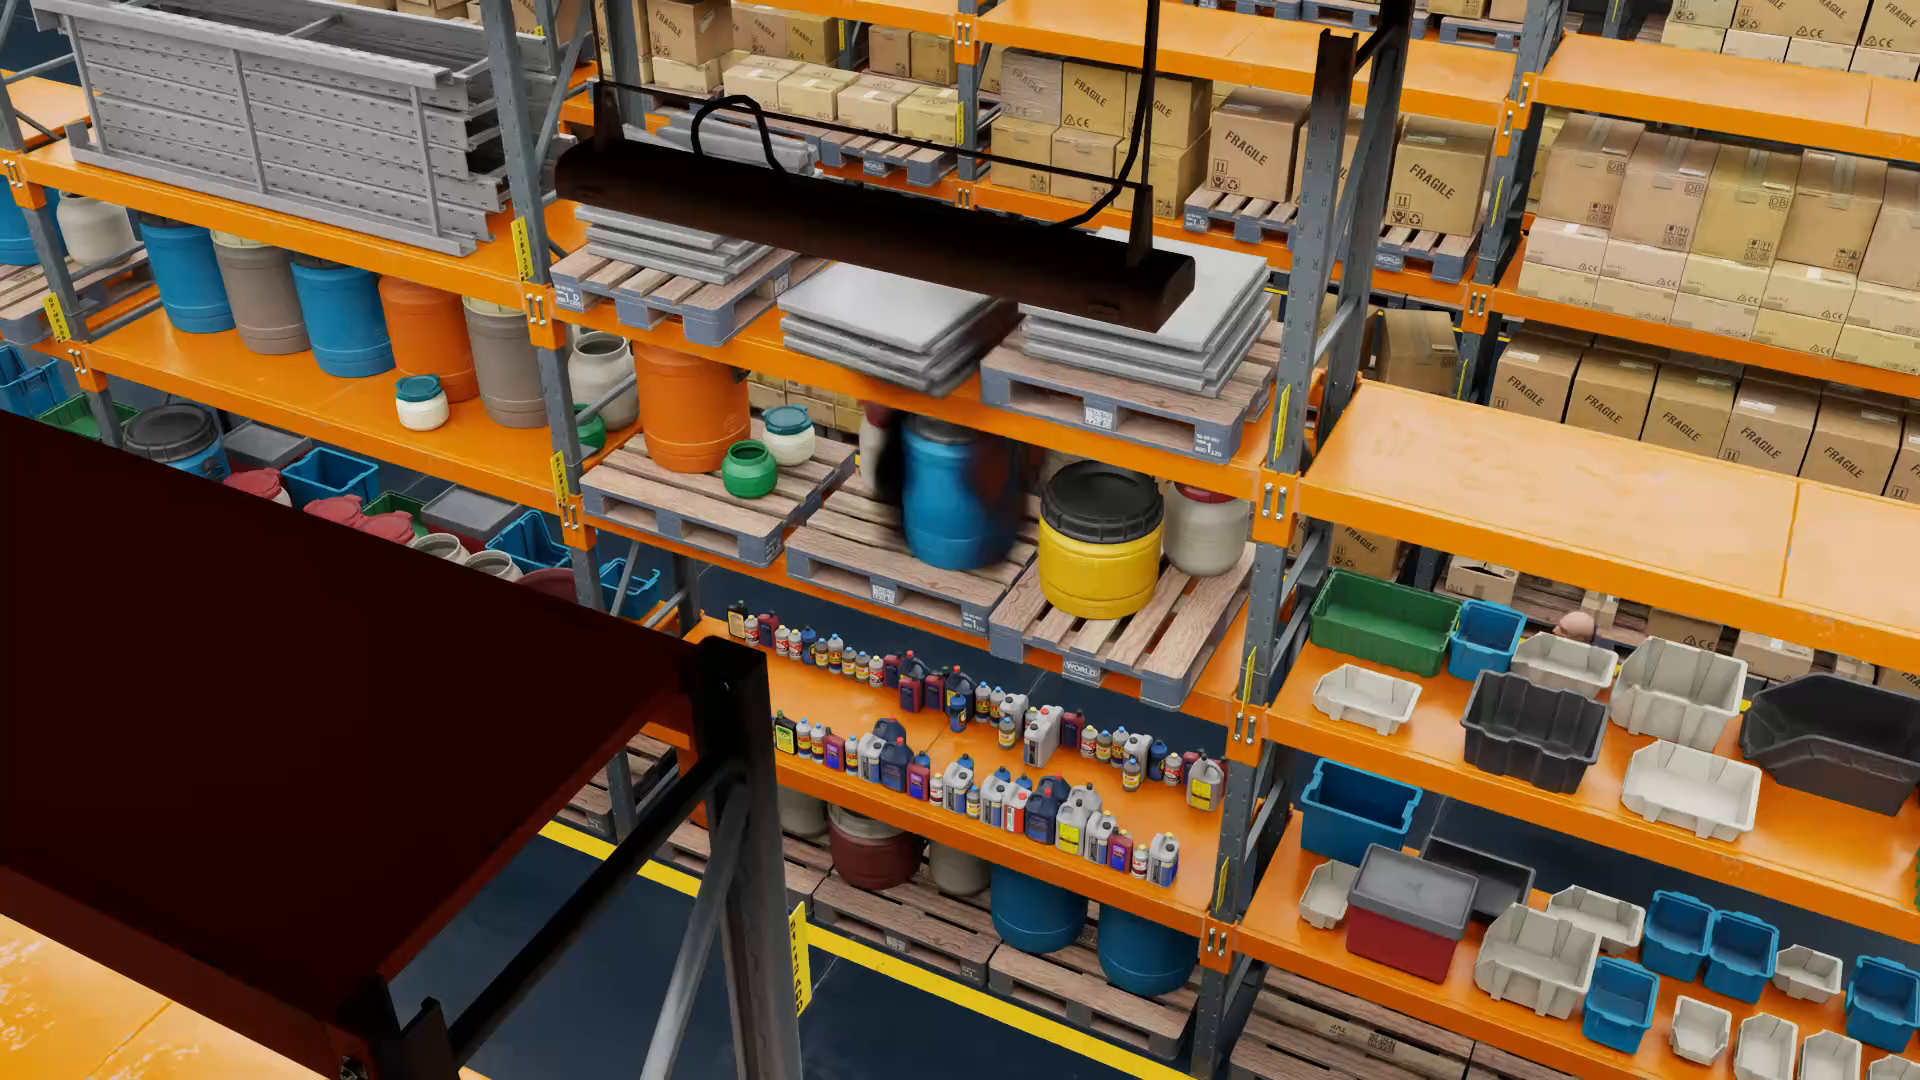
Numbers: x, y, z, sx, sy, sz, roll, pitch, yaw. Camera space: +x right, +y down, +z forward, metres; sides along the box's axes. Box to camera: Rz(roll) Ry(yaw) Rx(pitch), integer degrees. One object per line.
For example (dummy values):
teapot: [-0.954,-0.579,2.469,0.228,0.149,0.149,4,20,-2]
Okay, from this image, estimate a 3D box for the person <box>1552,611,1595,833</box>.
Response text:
person: [3.700,1.142,10.401,0.936,1.733,0.730,17,39,23]

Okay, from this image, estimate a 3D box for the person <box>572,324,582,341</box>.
person: [-3.439,-1.282,14.196,0.619,1.857,0.389,17,39,23]
